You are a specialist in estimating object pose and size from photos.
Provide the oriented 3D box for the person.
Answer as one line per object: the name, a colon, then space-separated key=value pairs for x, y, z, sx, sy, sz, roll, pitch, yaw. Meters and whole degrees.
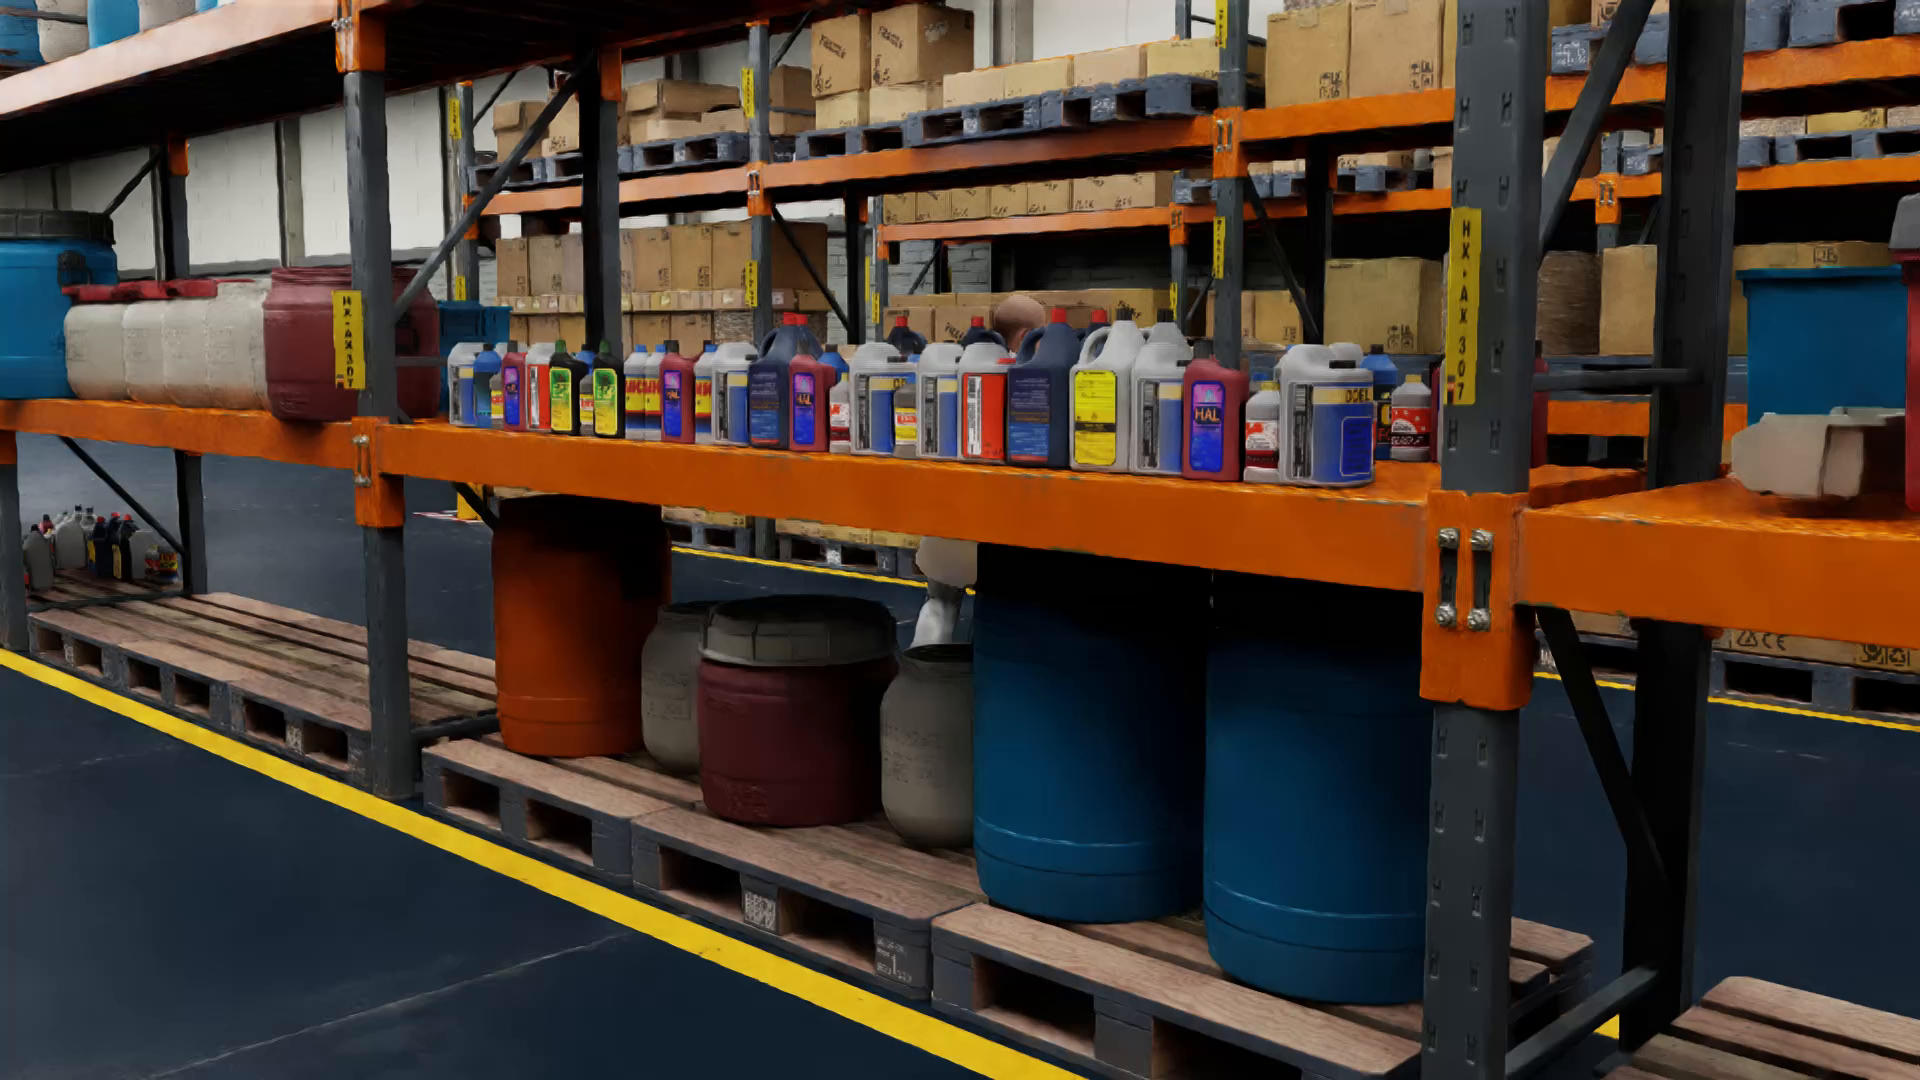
person: x=0.089 y=-0.058 z=6.383 sx=0.623 sy=1.751 sz=0.733 roll=2 pitch=7 yaw=17
